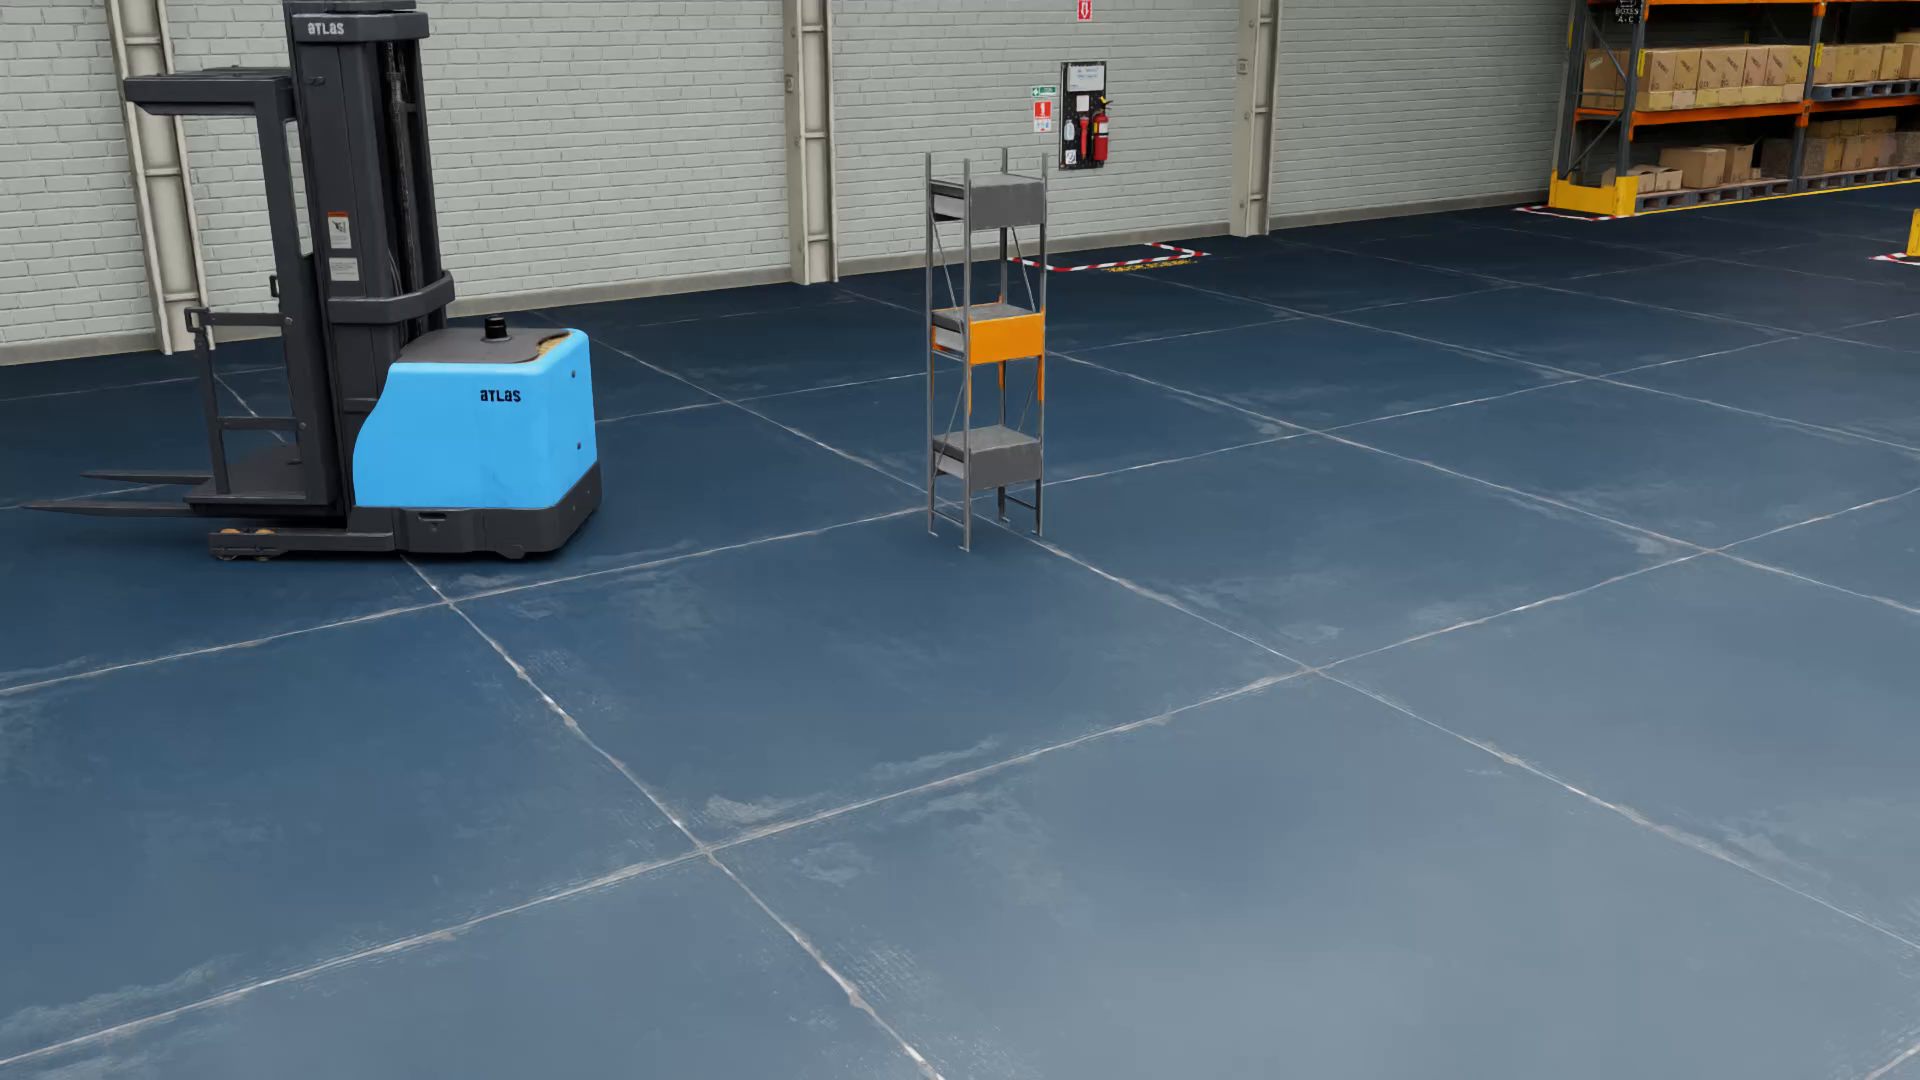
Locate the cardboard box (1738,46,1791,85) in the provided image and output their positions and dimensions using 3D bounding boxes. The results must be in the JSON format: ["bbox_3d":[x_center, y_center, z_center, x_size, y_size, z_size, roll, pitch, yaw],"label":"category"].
[{"bbox_3d":[11.118,-6.589,23.084,0.500,0.500,0.500,-12,22,-32],"label":"cardboard box"}]

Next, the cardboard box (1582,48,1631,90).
[{"bbox_3d":[8.693,-6.280,22.169,0.500,0.500,0.500,-12,22,-32],"label":"cardboard box"}]

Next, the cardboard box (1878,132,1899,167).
[{"bbox_3d":[14.031,-6.079,25.760,0.500,0.500,0.700,-12,22,-31],"label":"cardboard box"}]

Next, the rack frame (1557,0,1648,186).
[{"bbox_3d":[8.416,-5.846,21.854,0.127,3.000,1.000,-12,22,-31],"label":"rack frame"}]

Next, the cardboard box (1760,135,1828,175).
[{"bbox_3d":[12.362,-5.709,24.665,0.500,0.500,0.700,-11,22,-30],"label":"cardboard box"}]

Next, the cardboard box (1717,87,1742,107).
[{"bbox_3d":[10.276,-6.058,22.682,0.500,0.250,0.500,-12,22,-31],"label":"cardboard box"}]

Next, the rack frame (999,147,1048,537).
[{"bbox_3d":[0.342,-1.067,9.122,0.015,2.100,0.400,-12,22,-31],"label":"rack frame"}]

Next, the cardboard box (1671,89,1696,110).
[{"bbox_3d":[9.424,-5.881,22.160,0.500,0.250,0.500,-13,22,-33],"label":"cardboard box"}]

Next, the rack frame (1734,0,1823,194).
[{"bbox_3d":[11.757,-6.551,23.938,0.127,3.000,1.000,-12,22,-31],"label":"rack frame"}]

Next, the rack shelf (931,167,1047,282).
[{"bbox_3d":[0.138,-1.674,8.775,0.480,0.518,0.431,-12,22,-31],"label":"rack shelf"}]

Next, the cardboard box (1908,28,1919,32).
[{"bbox_3d":[15.334,-7.958,26.277,0.500,0.250,0.500,-11,22,-30],"label":"cardboard box"}]

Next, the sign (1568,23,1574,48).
[{"bbox_3d":[8.128,-6.697,22.068,0.005,0.325,0.100,-12,22,-31],"label":"sign"}]

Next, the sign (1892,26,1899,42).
[{"bbox_3d":[14.790,-7.952,26.274,0.005,0.325,0.100,-12,22,-31],"label":"sign"}]

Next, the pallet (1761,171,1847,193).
[{"bbox_3d":[12.406,-5.367,24.792,1.213,0.211,1.003,-12,22,-31],"label":"pallet"}]

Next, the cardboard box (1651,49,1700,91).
[{"bbox_3d":[9.398,-6.228,22.016,0.500,0.500,0.500,-12,22,-31],"label":"cardboard box"}]

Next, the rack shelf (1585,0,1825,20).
[{"bbox_3d":[10.086,-7.279,22.531,4.000,0.370,1.077,-12,22,-31],"label":"rack shelf"}]

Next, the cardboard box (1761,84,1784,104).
[{"bbox_3d":[11.107,-6.239,23.220,0.500,0.250,0.500,-12,22,-31],"label":"cardboard box"}]

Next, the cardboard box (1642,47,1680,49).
[{"bbox_3d":[9.548,-6.458,22.696,0.500,0.500,0.500,-13,22,-33],"label":"cardboard box"}]

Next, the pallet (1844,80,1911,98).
[{"bbox_3d":[13.467,-6.805,24.989,1.213,0.211,1.003,-12,22,-31],"label":"pallet"}]

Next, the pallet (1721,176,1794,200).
[{"bbox_3d":[11.215,-5.102,24.007,1.213,0.211,1.003,-12,22,-31],"label":"pallet"}]

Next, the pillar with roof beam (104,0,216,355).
[{"bbox_3d":[-4.141,-4.721,9.158,0.400,9.000,9.100,-12,22,-31],"label":"pillar with roof beam"}]

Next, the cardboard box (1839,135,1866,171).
[{"bbox_3d":[13.215,-5.893,25.208,0.500,0.500,0.700,-12,22,-31],"label":"cardboard box"}]

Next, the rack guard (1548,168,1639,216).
[{"bbox_3d":[8.480,-4.676,22.294,0.348,0.500,1.175,-12,22,-31],"label":"rack guard"}]

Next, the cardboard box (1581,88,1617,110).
[{"bbox_3d":[8.700,-5.919,22.272,0.500,0.250,0.500,-12,22,-31],"label":"cardboard box"}]

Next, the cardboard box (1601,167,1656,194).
[{"bbox_3d":[9.043,-4.879,22.504,0.500,0.311,0.500,-15,24,-37],"label":"cardboard box"}]

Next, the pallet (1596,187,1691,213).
[{"bbox_3d":[9.178,-4.672,22.736,1.213,0.211,1.003,-12,22,-31],"label":"pallet"}]

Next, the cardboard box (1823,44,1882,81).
[{"bbox_3d":[13.204,-7.108,24.743,0.500,0.500,0.700,-9,21,-24],"label":"cardboard box"}]

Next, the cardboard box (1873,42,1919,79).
[{"bbox_3d":[14.259,-7.320,25.371,0.500,0.500,0.700,-14,23,-36],"label":"cardboard box"}]

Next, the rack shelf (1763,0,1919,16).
[{"bbox_3d":[13.427,-7.983,24.615,4.000,0.370,1.077,-12,22,-31],"label":"rack shelf"}]

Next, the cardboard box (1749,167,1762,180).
[{"bbox_3d":[11.326,-5.315,24.019,0.250,0.166,0.380,-16,24,-38],"label":"cardboard box"}]

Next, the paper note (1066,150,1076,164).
[{"bbox_3d":[1.243,-4.289,18.624,0.142,0.148,0.016,-12,22,-31],"label":"paper note"}]

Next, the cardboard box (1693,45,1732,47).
[{"bbox_3d":[10.396,-6.641,23.238,0.500,0.500,0.500,-11,22,-30],"label":"cardboard box"}]

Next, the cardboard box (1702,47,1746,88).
[{"bbox_3d":[10.258,-6.412,22.558,0.500,0.500,0.500,-11,22,-30],"label":"cardboard box"}]

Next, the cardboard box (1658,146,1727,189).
[{"bbox_3d":[10.160,-5.185,23.113,0.500,0.500,0.700,-14,23,-35],"label":"cardboard box"}]

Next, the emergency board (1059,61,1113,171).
[{"bbox_3d":[1.429,-4.719,18.520,0.643,1.169,0.194,-12,22,-31],"label":"emergency board"}]

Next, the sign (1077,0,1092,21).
[{"bbox_3d":[1.368,-5.843,18.223,0.199,0.298,0.001,-12,22,-31],"label":"sign"}]

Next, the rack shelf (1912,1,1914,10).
[{"bbox_3d":[16.768,-8.688,26.699,4.000,0.370,1.077,-12,22,-31],"label":"rack shelf"}]

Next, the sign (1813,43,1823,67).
[{"bbox_3d":[12.062,-6.817,23.374,0.005,0.325,0.100,-12,22,-31],"label":"sign"}]

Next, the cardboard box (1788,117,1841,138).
[{"bbox_3d":[12.728,-6.143,24.777,0.500,0.250,0.500,-12,22,-33],"label":"cardboard box"}]

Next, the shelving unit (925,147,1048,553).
[{"bbox_3d":[0.138,-1.024,8.995,0.503,2.100,0.431,-12,22,-31],"label":"shelving unit"}]

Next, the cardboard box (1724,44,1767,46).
[{"bbox_3d":[11.249,-6.818,23.760,0.500,0.500,0.500,-13,22,-33],"label":"cardboard box"}]

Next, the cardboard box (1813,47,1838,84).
[{"bbox_3d":[12.201,-6.887,24.090,0.500,0.500,0.700,-12,22,-31],"label":"cardboard box"}]

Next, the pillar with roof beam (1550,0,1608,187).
[{"bbox_3d":[10.893,-7.892,18.537,0.400,9.000,9.100,-12,22,-31],"label":"pillar with roof beam"}]

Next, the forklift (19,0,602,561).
[{"bbox_3d":[-3.626,-1.446,8.945,3.031,2.935,1.130,1,19,3],"label":"forklift"}]

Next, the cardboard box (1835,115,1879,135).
[{"bbox_3d":[13.588,-6.319,25.297,0.500,0.250,0.500,-12,22,-32],"label":"cardboard box"}]

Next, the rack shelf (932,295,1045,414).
[{"bbox_3d":[0.138,-1.011,8.999,0.480,0.518,0.431,-12,22,-31],"label":"rack shelf"}]
